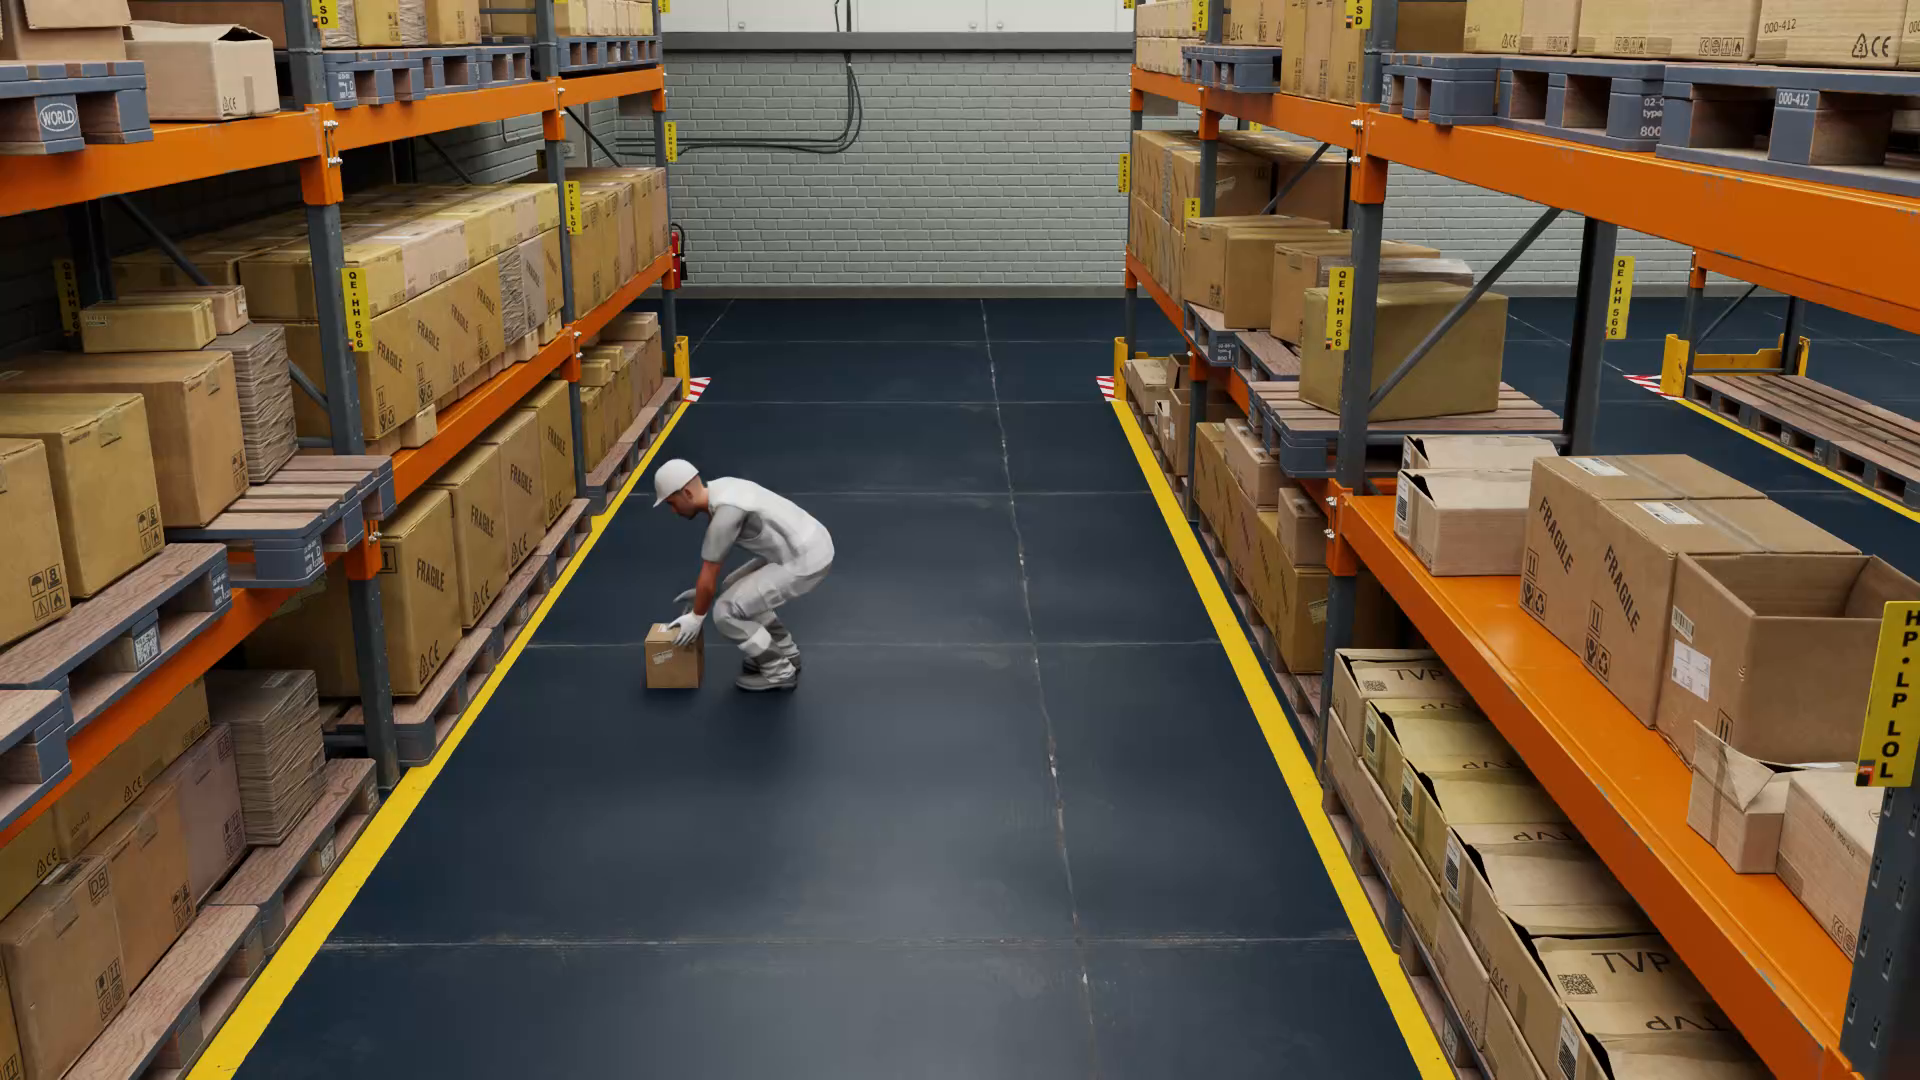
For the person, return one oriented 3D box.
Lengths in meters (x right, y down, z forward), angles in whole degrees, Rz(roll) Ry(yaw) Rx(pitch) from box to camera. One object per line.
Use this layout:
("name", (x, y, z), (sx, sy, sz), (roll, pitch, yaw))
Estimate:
("person", (-1.039, 0.158, 8.094), (0.858, 1.144, 0.583), (0, 17, -1))
